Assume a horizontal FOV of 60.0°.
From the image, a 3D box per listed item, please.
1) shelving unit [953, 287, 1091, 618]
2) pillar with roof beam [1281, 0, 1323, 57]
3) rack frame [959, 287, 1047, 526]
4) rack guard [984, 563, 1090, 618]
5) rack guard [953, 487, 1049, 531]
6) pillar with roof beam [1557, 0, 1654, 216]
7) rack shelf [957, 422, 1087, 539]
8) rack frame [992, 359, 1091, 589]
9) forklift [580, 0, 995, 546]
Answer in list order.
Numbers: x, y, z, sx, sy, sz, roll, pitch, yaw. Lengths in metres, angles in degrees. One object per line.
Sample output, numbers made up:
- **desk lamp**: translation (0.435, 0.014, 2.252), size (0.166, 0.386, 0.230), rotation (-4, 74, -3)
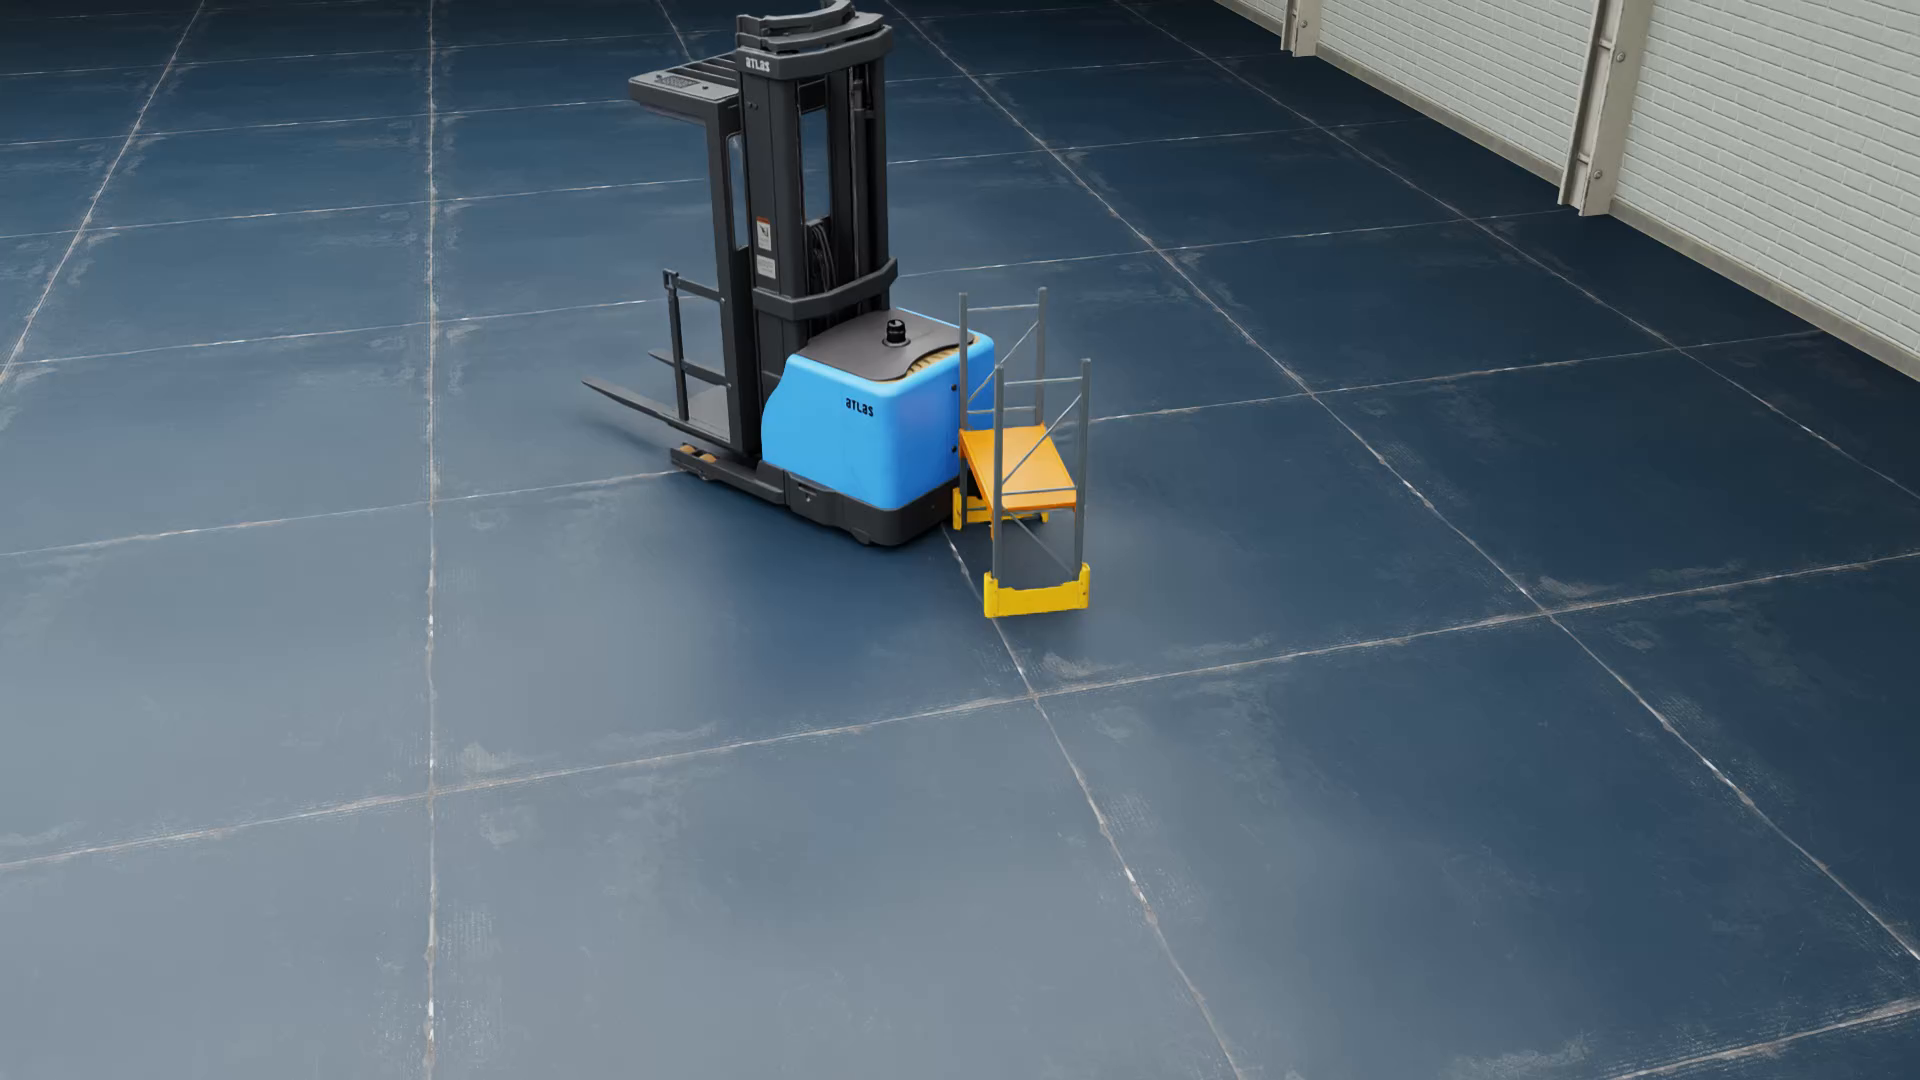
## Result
- **shelving unit**: translation (0.337, -0.505, 9.357), size (0.587, 1.500, 1.083), rotation (-5, 30, -9)
- **pillar with roof beam**: translation (-0.024, -9.263, 17.001), size (9.100, 9.000, 0.400), rotation (-8, 31, -13)
- **rack frame**: translation (0.245, -0.760, 9.798), size (0.500, 1.500, 0.032), rotation (-5, 30, -9)
- **rack guard**: translation (0.426, 0.281, 9.246), size (0.587, 0.250, 0.087), rotation (-5, 30, -9)
- **rack guard**: translation (0.248, -0.210, 10.094), size (0.587, 0.250, 0.087), rotation (-5, 30, -9)
- **pillar with roof beam**: translation (1.568, -6.365, 11.995), size (9.100, 9.000, 0.400), rotation (-8, 31, -13)
- **rack shelf**: translation (0.336, -0.354, 9.455), size (0.538, 0.185, 1.000), rotation (-5, 30, -9)
- **rack frame**: translation (0.426, -0.259, 8.932), size (0.500, 1.500, 0.032), rotation (-5, 30, -9)
- **forklift**: translation (-1.238, -1.833, 10.221), size (3.031, 2.935, 1.130), rotation (22, 37, 33)
